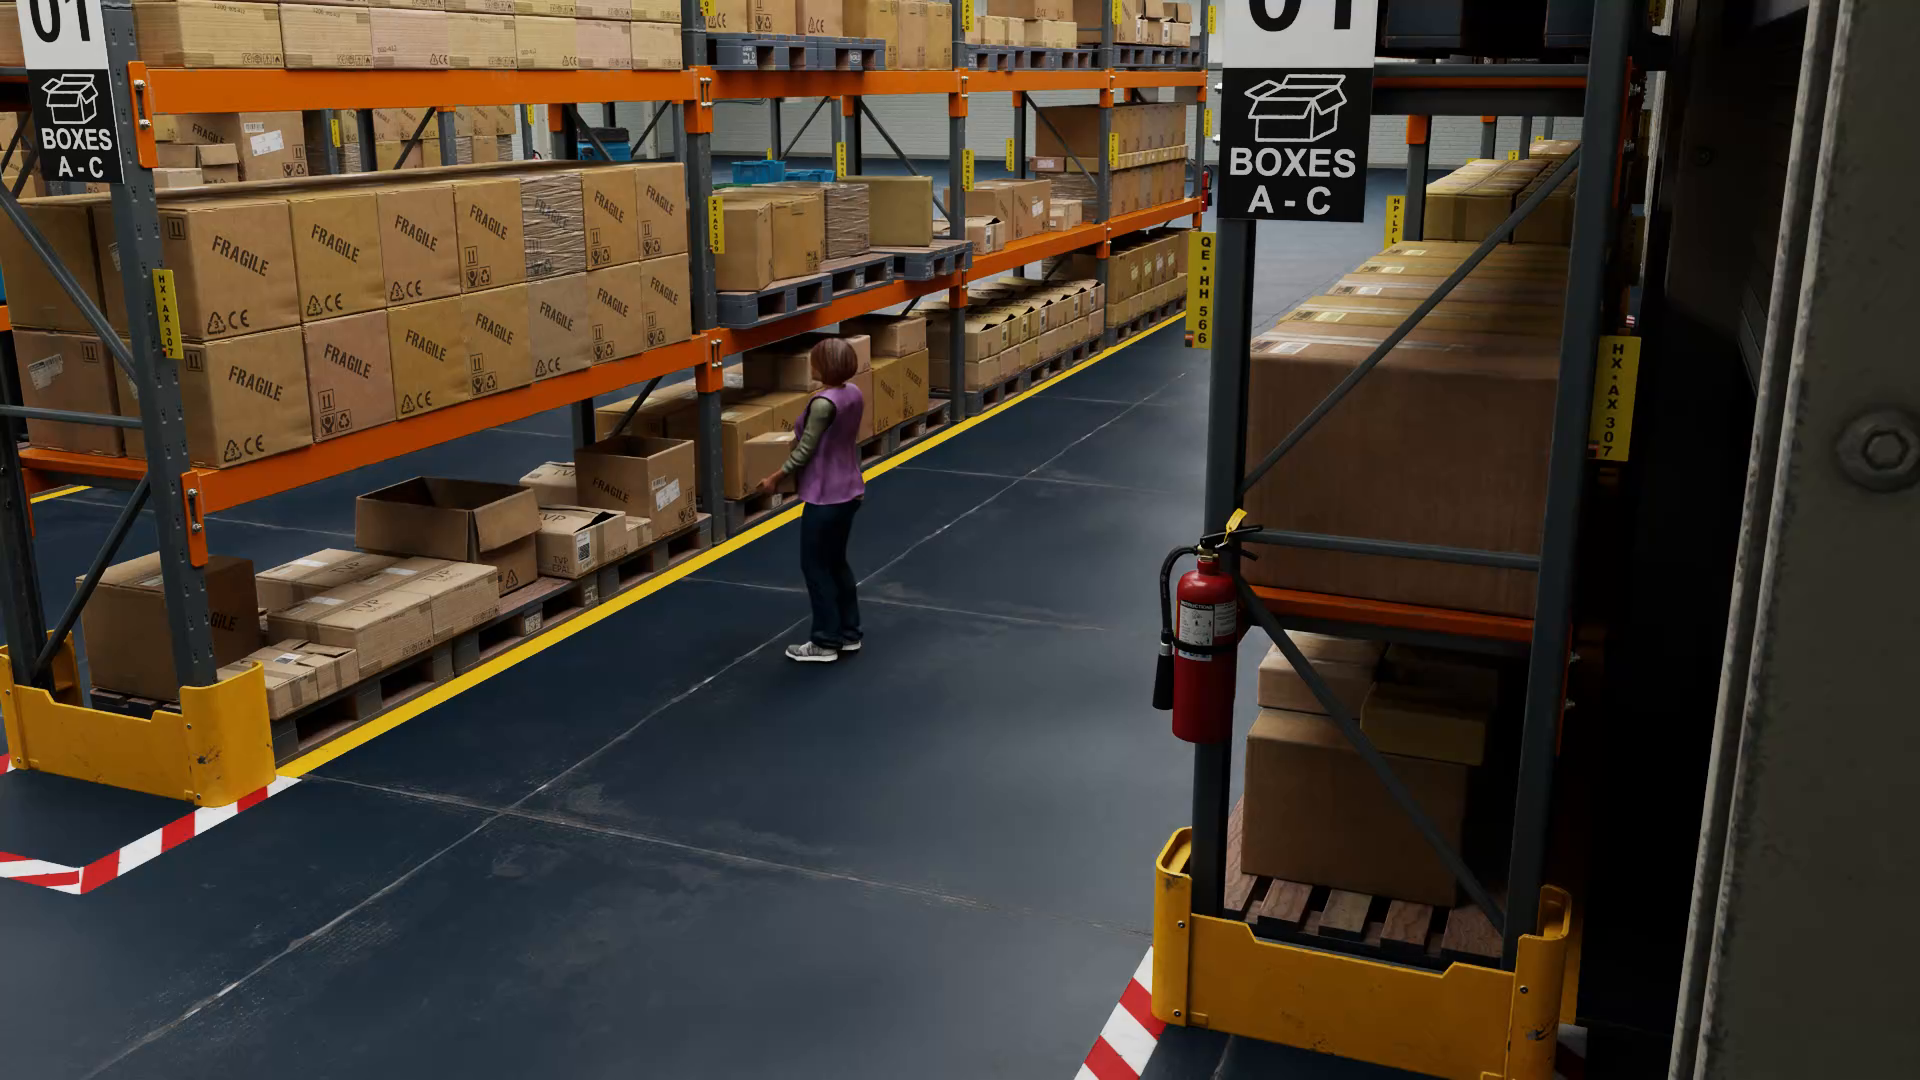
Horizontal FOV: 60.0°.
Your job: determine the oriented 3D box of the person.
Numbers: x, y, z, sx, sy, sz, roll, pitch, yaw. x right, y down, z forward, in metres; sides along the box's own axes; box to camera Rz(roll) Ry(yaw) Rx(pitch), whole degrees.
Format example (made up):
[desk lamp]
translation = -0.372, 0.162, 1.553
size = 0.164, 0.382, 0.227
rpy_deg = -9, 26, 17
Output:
[person]
translation = -0.710, -0.199, 8.068
size = 0.488, 1.593, 0.412
rpy_deg = 6, 17, 21
